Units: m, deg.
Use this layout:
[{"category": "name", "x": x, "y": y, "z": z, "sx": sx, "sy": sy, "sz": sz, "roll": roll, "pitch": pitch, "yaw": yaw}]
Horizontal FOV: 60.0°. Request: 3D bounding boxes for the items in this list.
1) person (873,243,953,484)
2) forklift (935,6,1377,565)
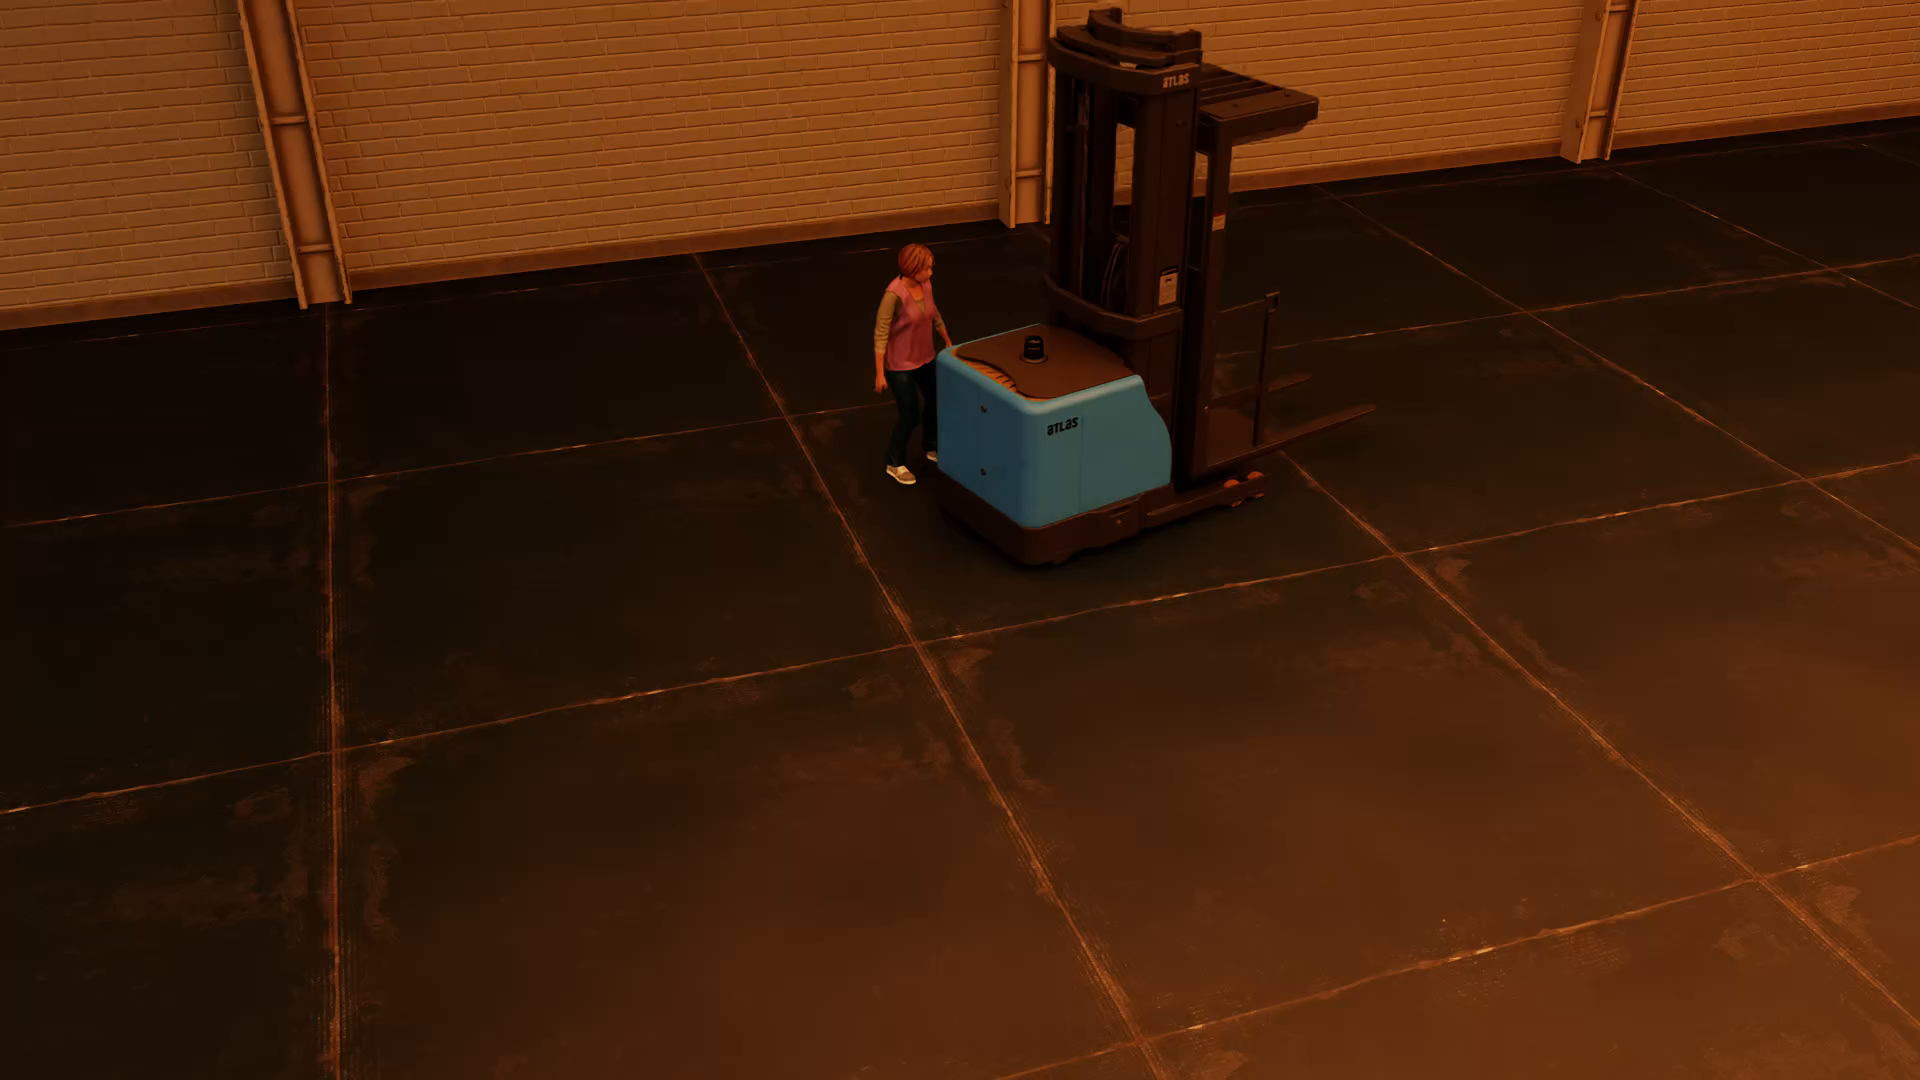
[{"category": "person", "x": -0.286, "y": -1.110, "z": 10.384, "sx": 0.357, "sy": 1.573, "sz": 0.650, "roll": 21, "pitch": 36, "yaw": 32}, {"category": "forklift", "x": 1.351, "y": -1.680, "z": 10.006, "sx": 3.031, "sy": 2.935, "sz": 1.130, "roll": -19, "pitch": 35, "yaw": -29}]
